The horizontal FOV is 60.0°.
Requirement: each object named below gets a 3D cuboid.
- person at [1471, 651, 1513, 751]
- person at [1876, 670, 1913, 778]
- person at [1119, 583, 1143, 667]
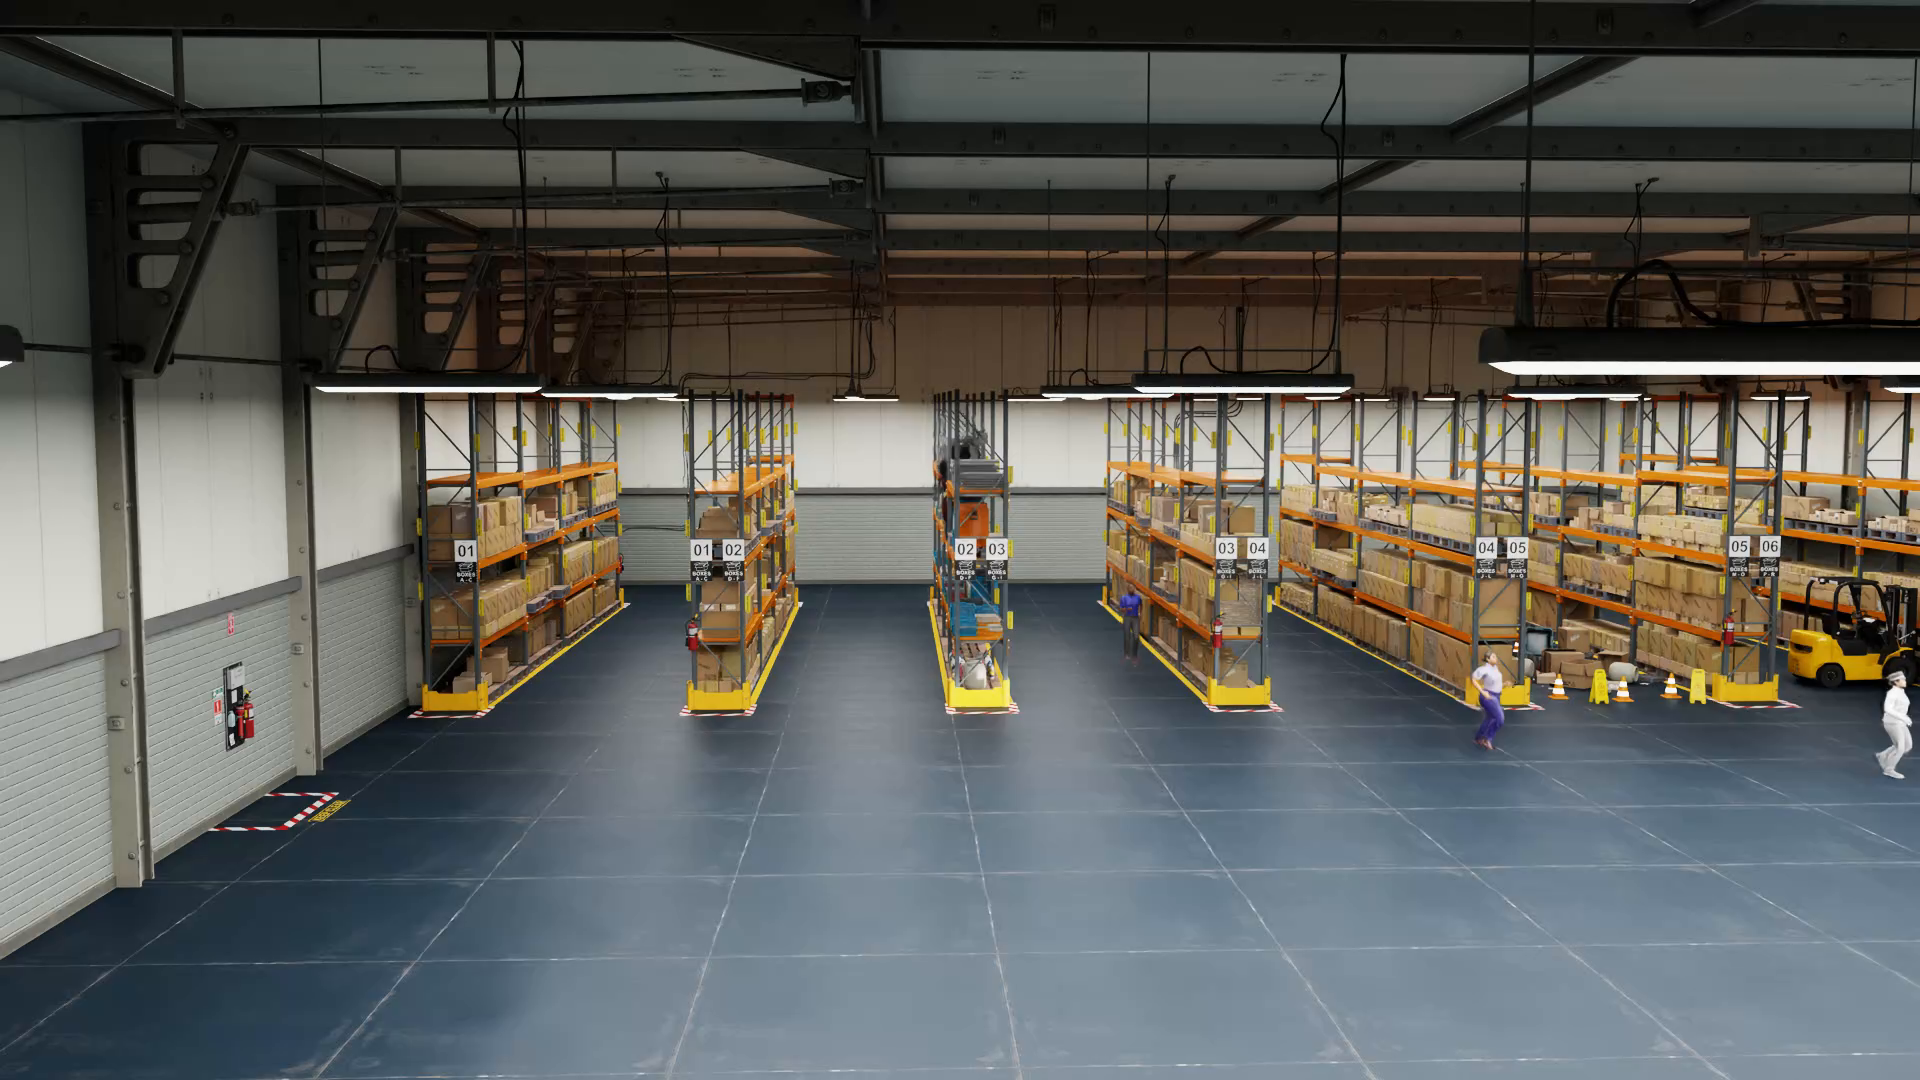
[{"bbox_3d":[8.828,2.674,27.567,0.630,1.657,0.585,4,6,37],"label":"person"},{"bbox_3d":[14.343,2.817,25.511,0.542,1.664,0.625,4,6,44],"label":"person"},{"bbox_3d":[3.625,1.780,35.029,0.553,1.757,0.665,0,5,-5],"label":"person"}]
